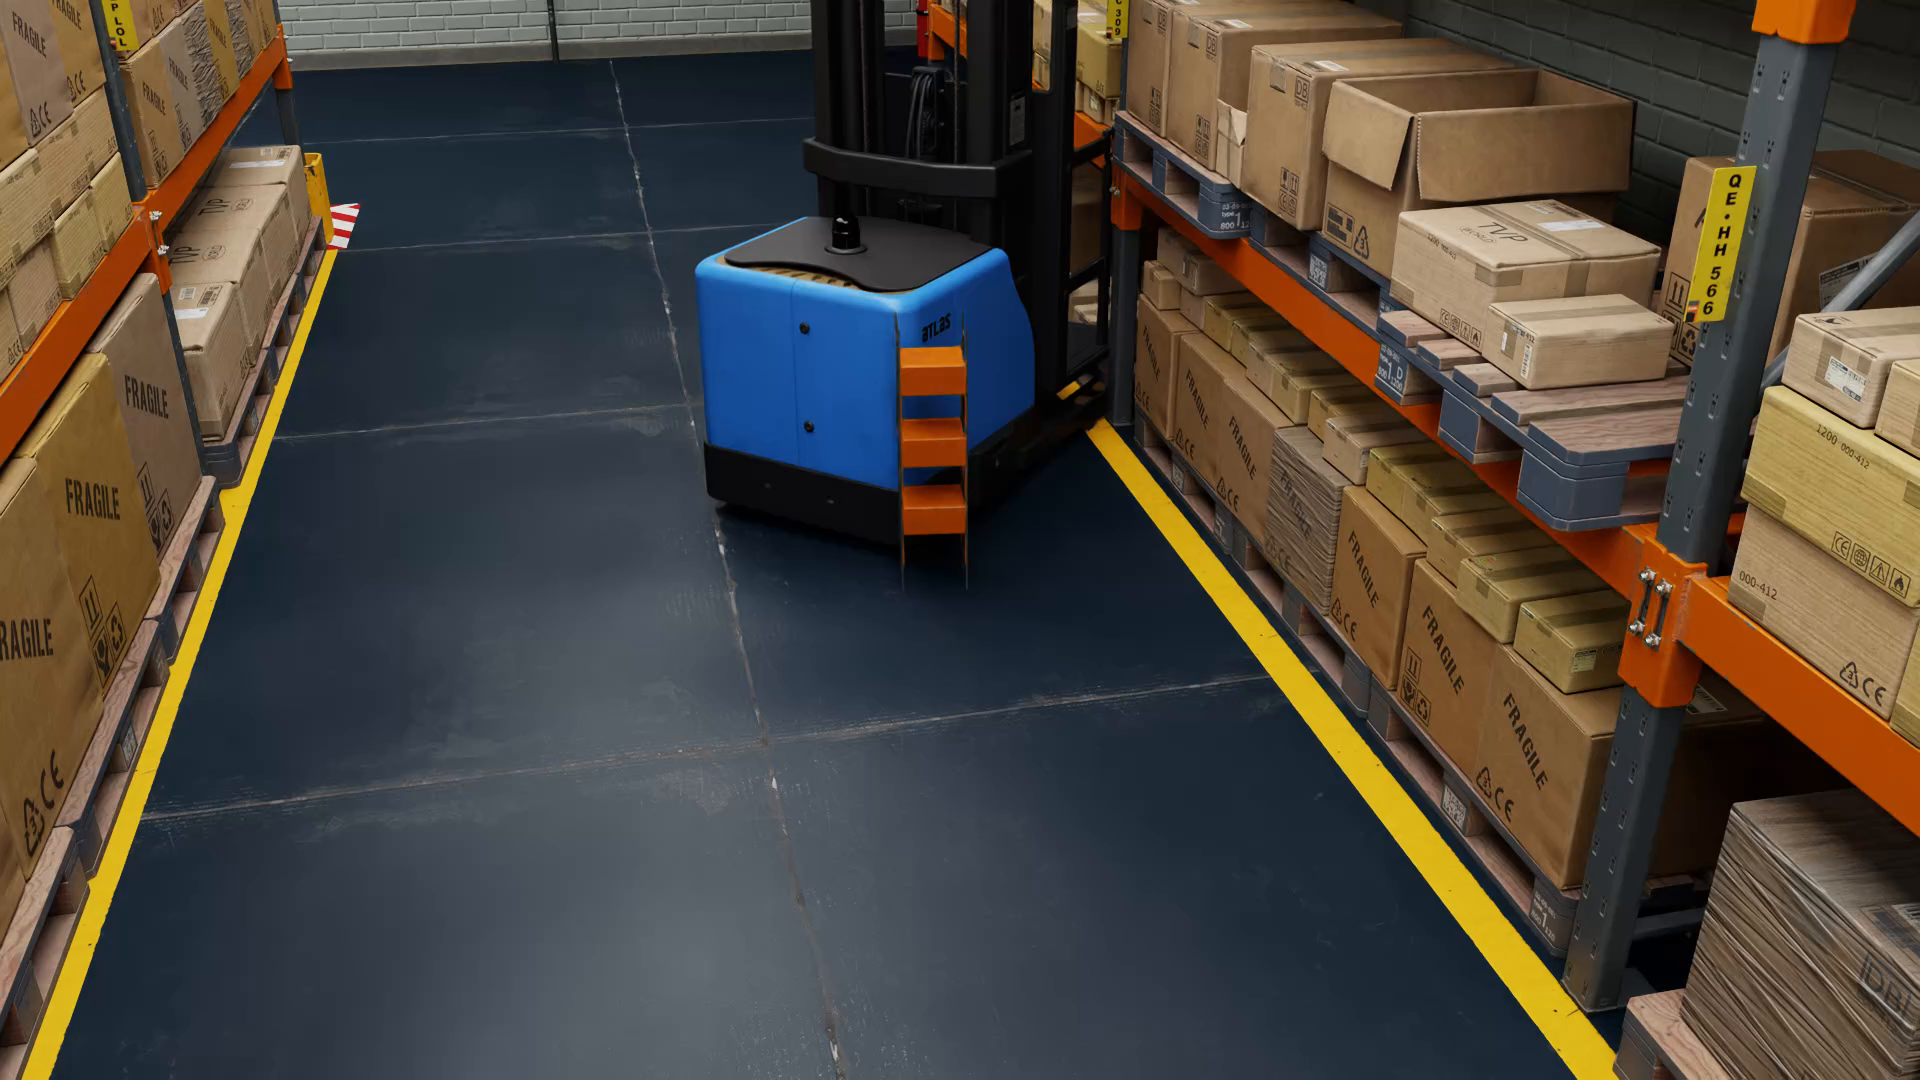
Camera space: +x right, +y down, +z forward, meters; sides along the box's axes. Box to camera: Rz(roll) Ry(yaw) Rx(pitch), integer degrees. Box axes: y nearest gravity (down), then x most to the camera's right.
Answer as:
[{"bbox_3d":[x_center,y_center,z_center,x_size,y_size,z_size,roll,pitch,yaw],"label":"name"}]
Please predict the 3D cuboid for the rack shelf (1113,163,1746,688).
[{"bbox_3d":[1.642,-0.740,5.685,1.077,0.370,4.000,-6,27,-12],"label":"rack shelf"}]

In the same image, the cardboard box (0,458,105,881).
[{"bbox_3d":[-3.014,0.380,4.560,0.875,0.875,0.875,-6,27,-11],"label":"cardboard box"}]

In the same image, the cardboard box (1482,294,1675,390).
[{"bbox_3d":[1.571,-0.508,4.240,0.380,0.149,0.250,-5,27,-11],"label":"cardboard box"}]

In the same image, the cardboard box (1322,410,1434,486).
[{"bbox_3d":[1.463,-0.320,5.643,0.380,0.149,0.250,-7,28,-14],"label":"cardboard box"}]

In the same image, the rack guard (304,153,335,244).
[{"bbox_3d":[-4.551,-2.084,10.324,1.175,0.500,0.348,-6,27,-12],"label":"rack guard"}]

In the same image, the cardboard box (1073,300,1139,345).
[{"bbox_3d":[0.780,-1.068,8.236,0.380,0.149,0.250,-7,28,-13],"label":"cardboard box"}]

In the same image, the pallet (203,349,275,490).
[{"bbox_3d":[-3.739,-0.530,7.566,1.003,0.211,1.213,-6,27,-12],"label":"pallet"}]

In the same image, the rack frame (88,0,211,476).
[{"bbox_3d":[-3.644,-1.433,6.261,1.000,3.000,0.127,-6,27,-12],"label":"rack frame"}]

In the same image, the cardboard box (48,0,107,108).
[{"bbox_3d":[-3.298,-1.754,5.675,0.500,0.500,0.500,-5,27,-10],"label":"cardboard box"}]

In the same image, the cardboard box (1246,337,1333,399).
[{"bbox_3d":[1.315,-0.658,6.313,0.380,0.149,0.250,-6,27,-12],"label":"cardboard box"}]

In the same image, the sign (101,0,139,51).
[{"bbox_3d":[-3.117,-1.974,6.135,0.100,0.325,0.005,-6,27,-12],"label":"sign"}]

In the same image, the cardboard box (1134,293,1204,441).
[{"bbox_3d":[1.081,-0.775,7.265,0.500,0.500,0.500,-5,27,-9],"label":"cardboard box"}]

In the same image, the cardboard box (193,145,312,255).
[{"bbox_3d":[-4.299,-1.953,9.668,0.875,0.438,0.875,-7,28,-13],"label":"cardboard box"}]

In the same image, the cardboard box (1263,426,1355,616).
[{"bbox_3d":[1.430,-0.095,5.917,0.500,0.500,0.500,-7,28,-13],"label":"cardboard box"}]

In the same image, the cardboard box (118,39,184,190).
[{"bbox_3d":[-3.494,-1.710,6.699,0.500,0.500,0.500,-5,27,-10],"label":"cardboard box"}]

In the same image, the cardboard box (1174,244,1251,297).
[{"bbox_3d":[1.118,-1.139,6.936,0.380,0.149,0.250,-7,28,-14],"label":"cardboard box"}]

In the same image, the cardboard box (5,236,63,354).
[{"bbox_3d":[-3.088,-0.748,5.069,0.500,0.250,0.500,-7,28,-13],"label":"cardboard box"}]

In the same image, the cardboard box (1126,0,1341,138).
[{"bbox_3d":[1.083,-1.936,6.680,0.700,0.500,0.500,-5,27,-10],"label":"cardboard box"}]

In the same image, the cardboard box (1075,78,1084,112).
[{"bbox_3d":[0.712,-2.165,7.989,0.380,0.149,0.250,-5,27,-10],"label":"cardboard box"}]

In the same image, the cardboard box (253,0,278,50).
[{"bbox_3d":[-4.179,-3.049,9.351,0.500,0.500,0.500,-6,27,-11],"label":"cardboard box"}]

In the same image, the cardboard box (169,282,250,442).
[{"bbox_3d":[-3.681,-0.763,7.311,0.875,0.438,0.875,-6,27,-12],"label":"cardboard box"}]

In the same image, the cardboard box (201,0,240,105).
[{"bbox_3d":[-3.826,-2.377,8.019,0.500,0.500,0.500,-5,27,-10],"label":"cardboard box"}]

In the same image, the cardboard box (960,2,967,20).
[{"bbox_3d":[0.199,-3.304,10.245,0.380,0.149,0.250,-5,27,-10],"label":"cardboard box"}]

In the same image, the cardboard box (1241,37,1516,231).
[{"bbox_3d":[1.376,-1.364,5.547,0.700,0.500,0.500,-6,27,-12],"label":"cardboard box"}]

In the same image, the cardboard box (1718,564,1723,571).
[{"bbox_3d":[2.245,0.076,4.859,0.380,0.149,0.250,-5,27,-10],"label":"cardboard box"}]

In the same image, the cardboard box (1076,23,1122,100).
[{"bbox_3d":[0.839,-2.204,7.623,0.500,0.250,0.500,-5,27,-10],"label":"cardboard box"}]

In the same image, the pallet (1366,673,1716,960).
[{"bbox_3d":[1.961,0.730,5.069,1.003,0.211,1.213,-6,27,-12],"label":"pallet"}]

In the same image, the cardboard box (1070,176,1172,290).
[{"bbox_3d":[0.724,-1.653,9.005,0.700,0.500,0.500,-7,28,-14],"label":"cardboard box"}]

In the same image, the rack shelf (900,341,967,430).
[{"bbox_3d":[-0.104,-0.568,6.104,0.240,0.259,0.215,-2,27,-4],"label":"rack shelf"}]

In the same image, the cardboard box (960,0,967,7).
[{"bbox_3d":[0.244,-3.313,9.821,0.500,0.250,0.500,-6,27,-11],"label":"cardboard box"}]

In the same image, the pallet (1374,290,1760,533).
[{"bbox_3d":[1.872,-0.388,4.402,1.213,0.211,1.003,-6,27,-12],"label":"pallet"}]

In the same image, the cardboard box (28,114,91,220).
[{"bbox_3d":[-3.188,-1.202,5.414,0.500,0.250,0.500,-5,27,-10],"label":"cardboard box"}]

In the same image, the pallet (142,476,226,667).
[{"bbox_3d":[-3.396,0.143,6.233,1.003,0.211,1.213,-6,27,-12],"label":"pallet"}]

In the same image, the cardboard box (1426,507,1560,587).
[{"bbox_3d":[1.627,0.028,4.954,0.380,0.149,0.250,-7,28,-13],"label":"cardboard box"}]

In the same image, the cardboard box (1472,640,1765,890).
[{"bbox_3d":[1.788,0.582,4.577,0.500,0.500,0.500,-5,27,-10],"label":"cardboard box"}]

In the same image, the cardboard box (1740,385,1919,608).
[{"bbox_3d":[1.931,-0.117,3.264,0.500,0.250,0.500,-6,27,-12],"label":"cardboard box"}]

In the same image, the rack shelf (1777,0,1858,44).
[{"bbox_3d":[2.544,-0.323,1.530,1.077,0.370,4.000,-6,27,-12],"label":"rack shelf"}]

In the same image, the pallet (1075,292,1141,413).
[{"bbox_3d":[1.038,-0.996,8.488,1.003,0.211,1.213,-6,27,-12],"label":"pallet"}]

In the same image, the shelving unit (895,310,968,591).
[{"bbox_3d":[-0.104,-0.324,6.227,0.252,1.050,0.215,-2,27,-4],"label":"shelving unit"}]

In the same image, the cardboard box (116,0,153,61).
[{"bbox_3d":[-3.515,-2.158,6.476,0.500,0.500,0.500,-6,27,-11],"label":"cardboard box"}]

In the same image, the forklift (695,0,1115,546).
[{"bbox_3d":[0.104,-1.911,7.282,1.130,2.935,3.031,14,30,26],"label":"forklift"}]

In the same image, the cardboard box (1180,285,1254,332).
[{"bbox_3d":[1.151,-1.002,6.994,0.380,0.149,0.250,-7,28,-13],"label":"cardboard box"}]

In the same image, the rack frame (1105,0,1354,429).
[{"bbox_3d":[1.191,-1.939,7.262,1.000,3.000,0.127,-6,27,-12],"label":"rack frame"}]
